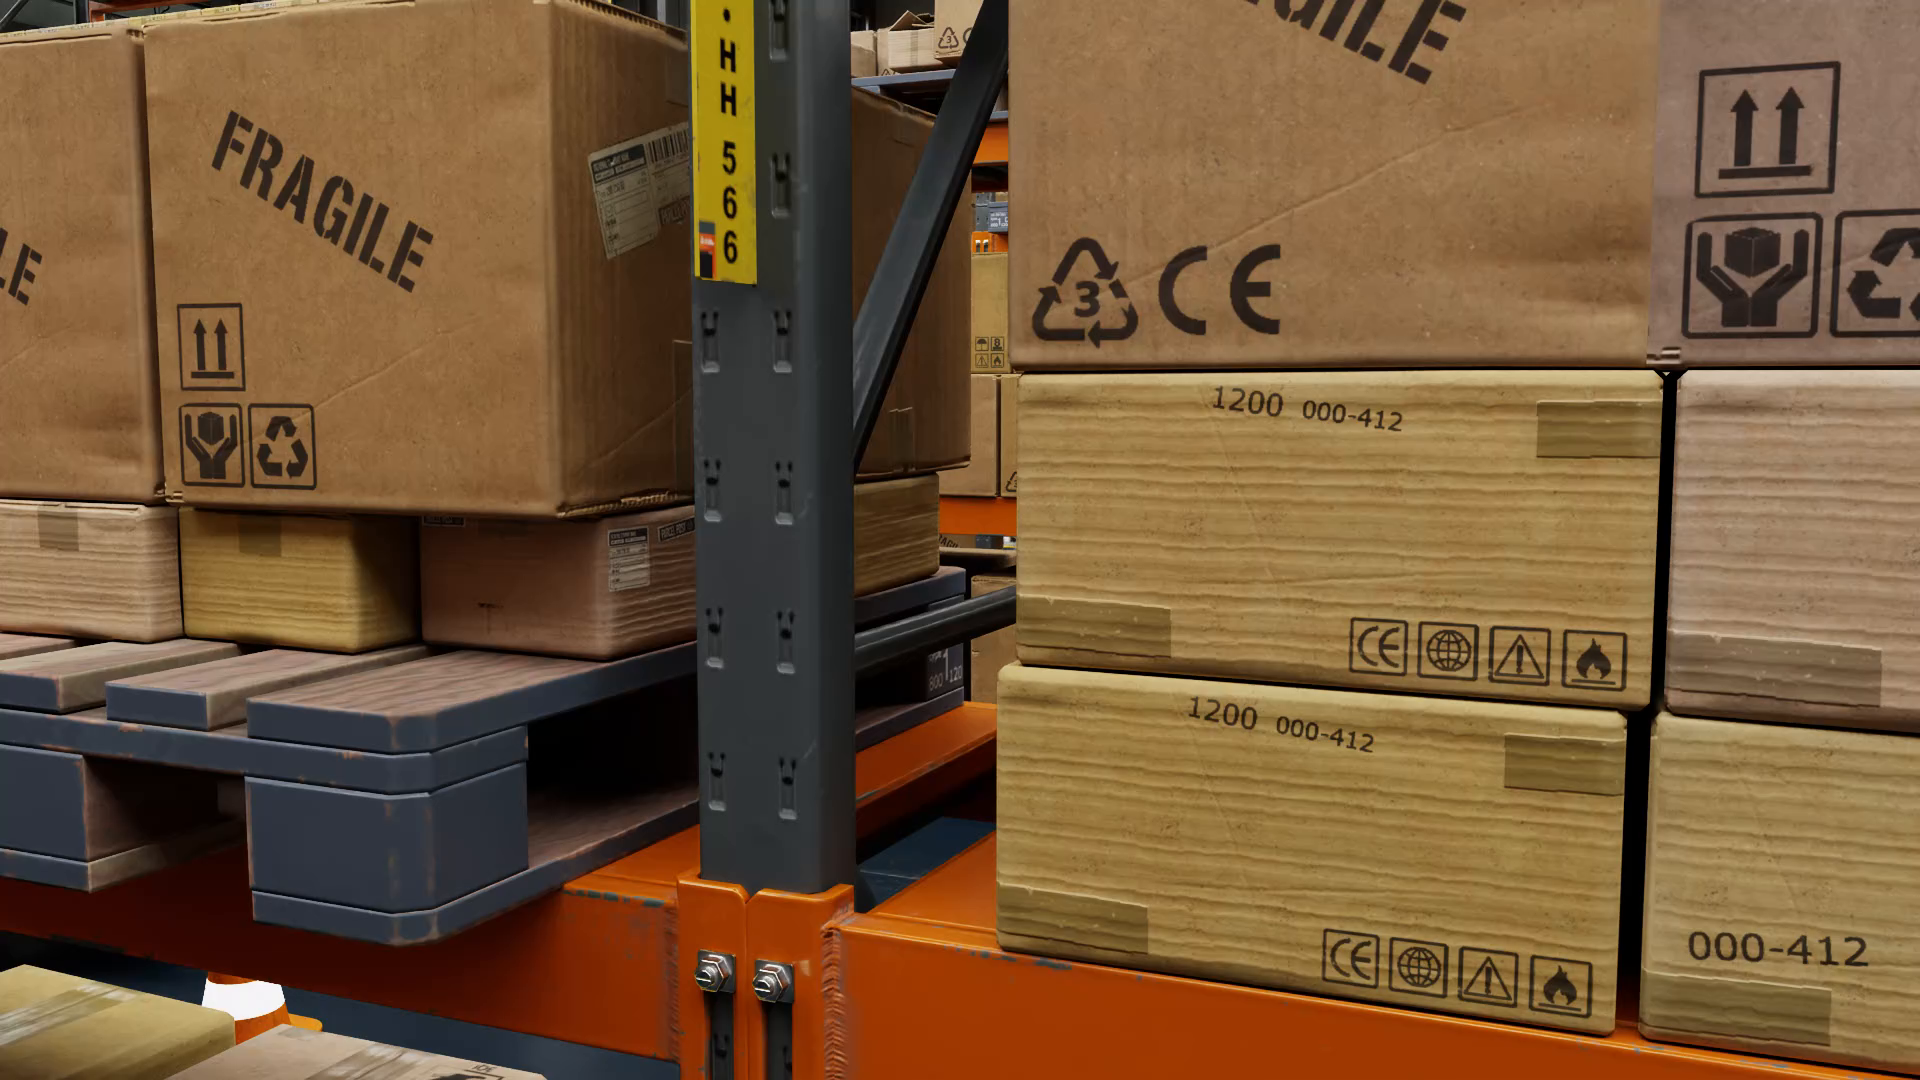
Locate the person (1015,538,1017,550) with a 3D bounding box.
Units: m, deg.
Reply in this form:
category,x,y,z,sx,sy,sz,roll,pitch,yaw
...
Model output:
category,x,y,z,sx,sy,sz,roll,pitch,yaw
person,0.540,0.026,9.384,0.564,1.686,0.460,3,6,24
